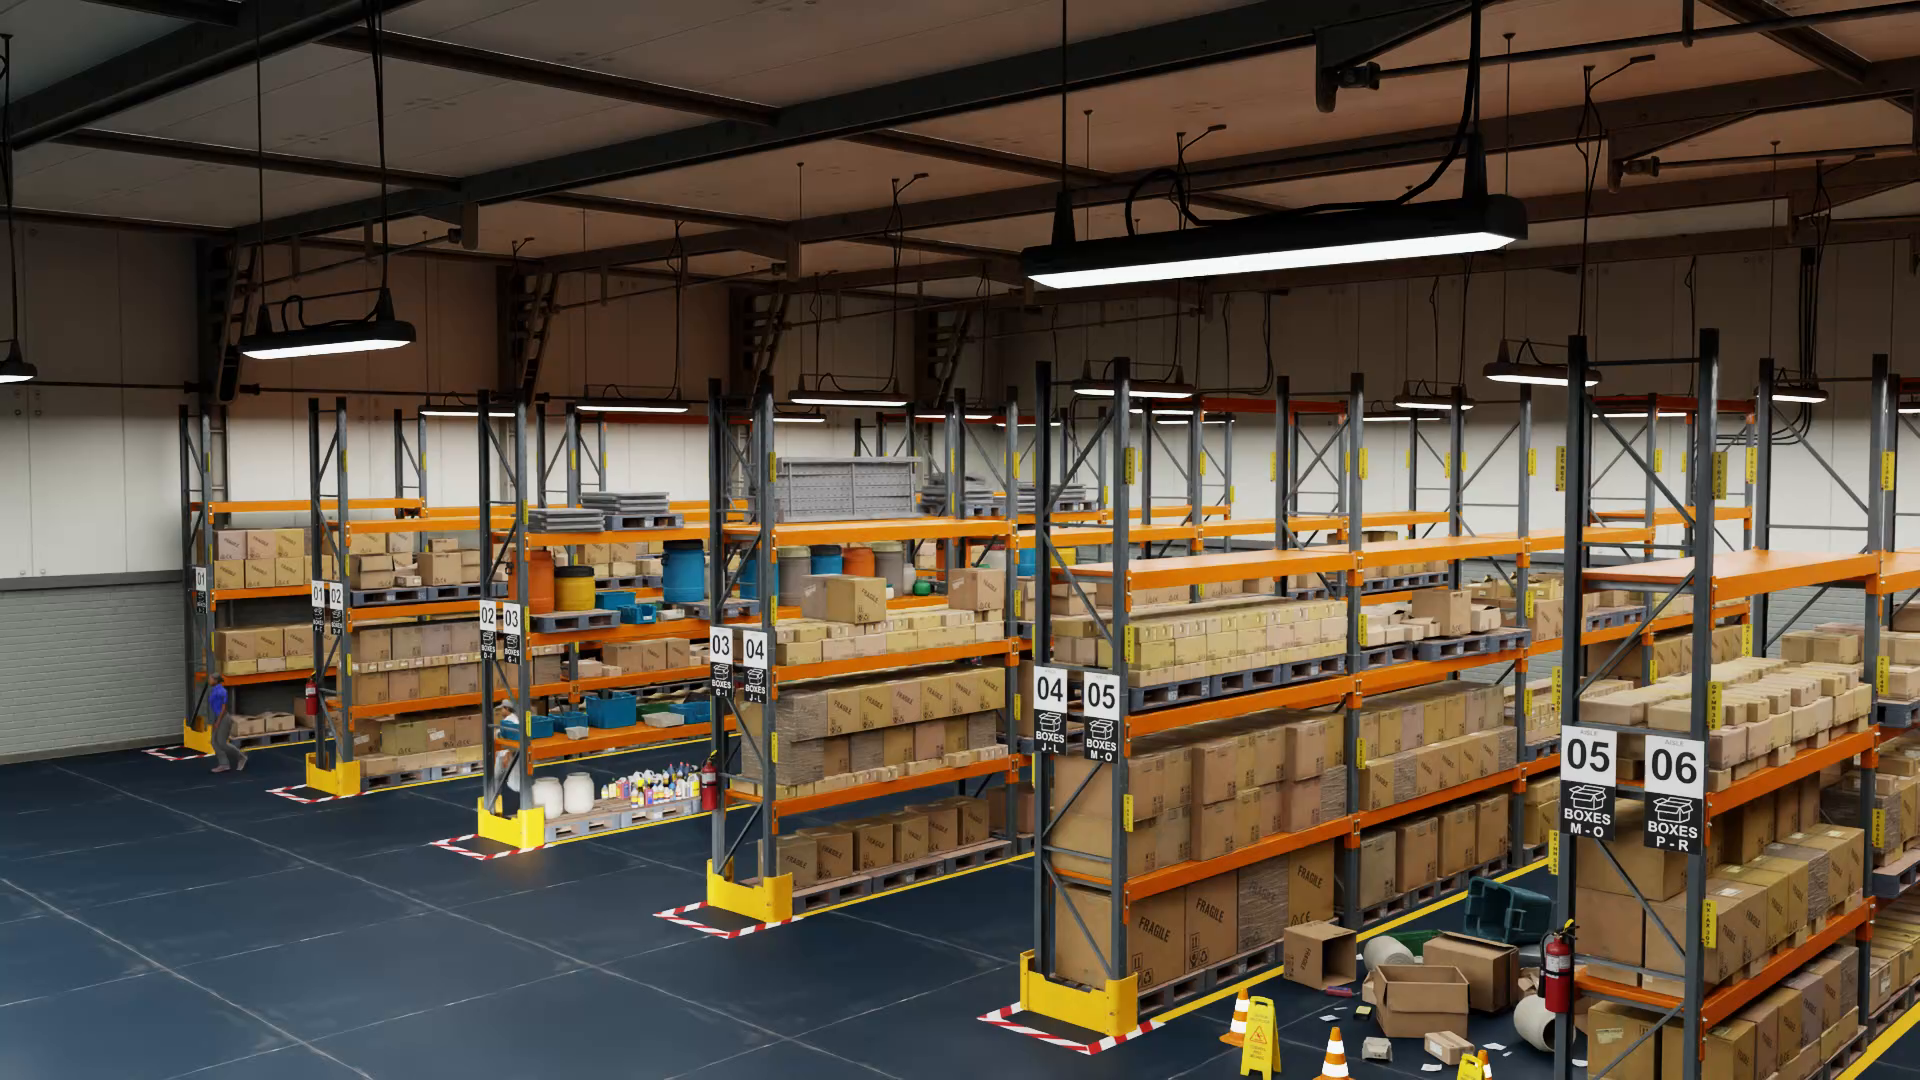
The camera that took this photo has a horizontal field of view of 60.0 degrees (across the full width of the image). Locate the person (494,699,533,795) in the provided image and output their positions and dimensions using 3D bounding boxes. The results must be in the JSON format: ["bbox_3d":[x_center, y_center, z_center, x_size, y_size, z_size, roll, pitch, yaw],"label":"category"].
[{"bbox_3d":[-6.469,3.095,23.890,0.858,1.607,0.487,-2,4,-32],"label":"person"}]

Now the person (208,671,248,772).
[{"bbox_3d":[-11.887,2.950,26.986,0.563,1.666,0.520,-2,4,-33],"label":"person"}]
